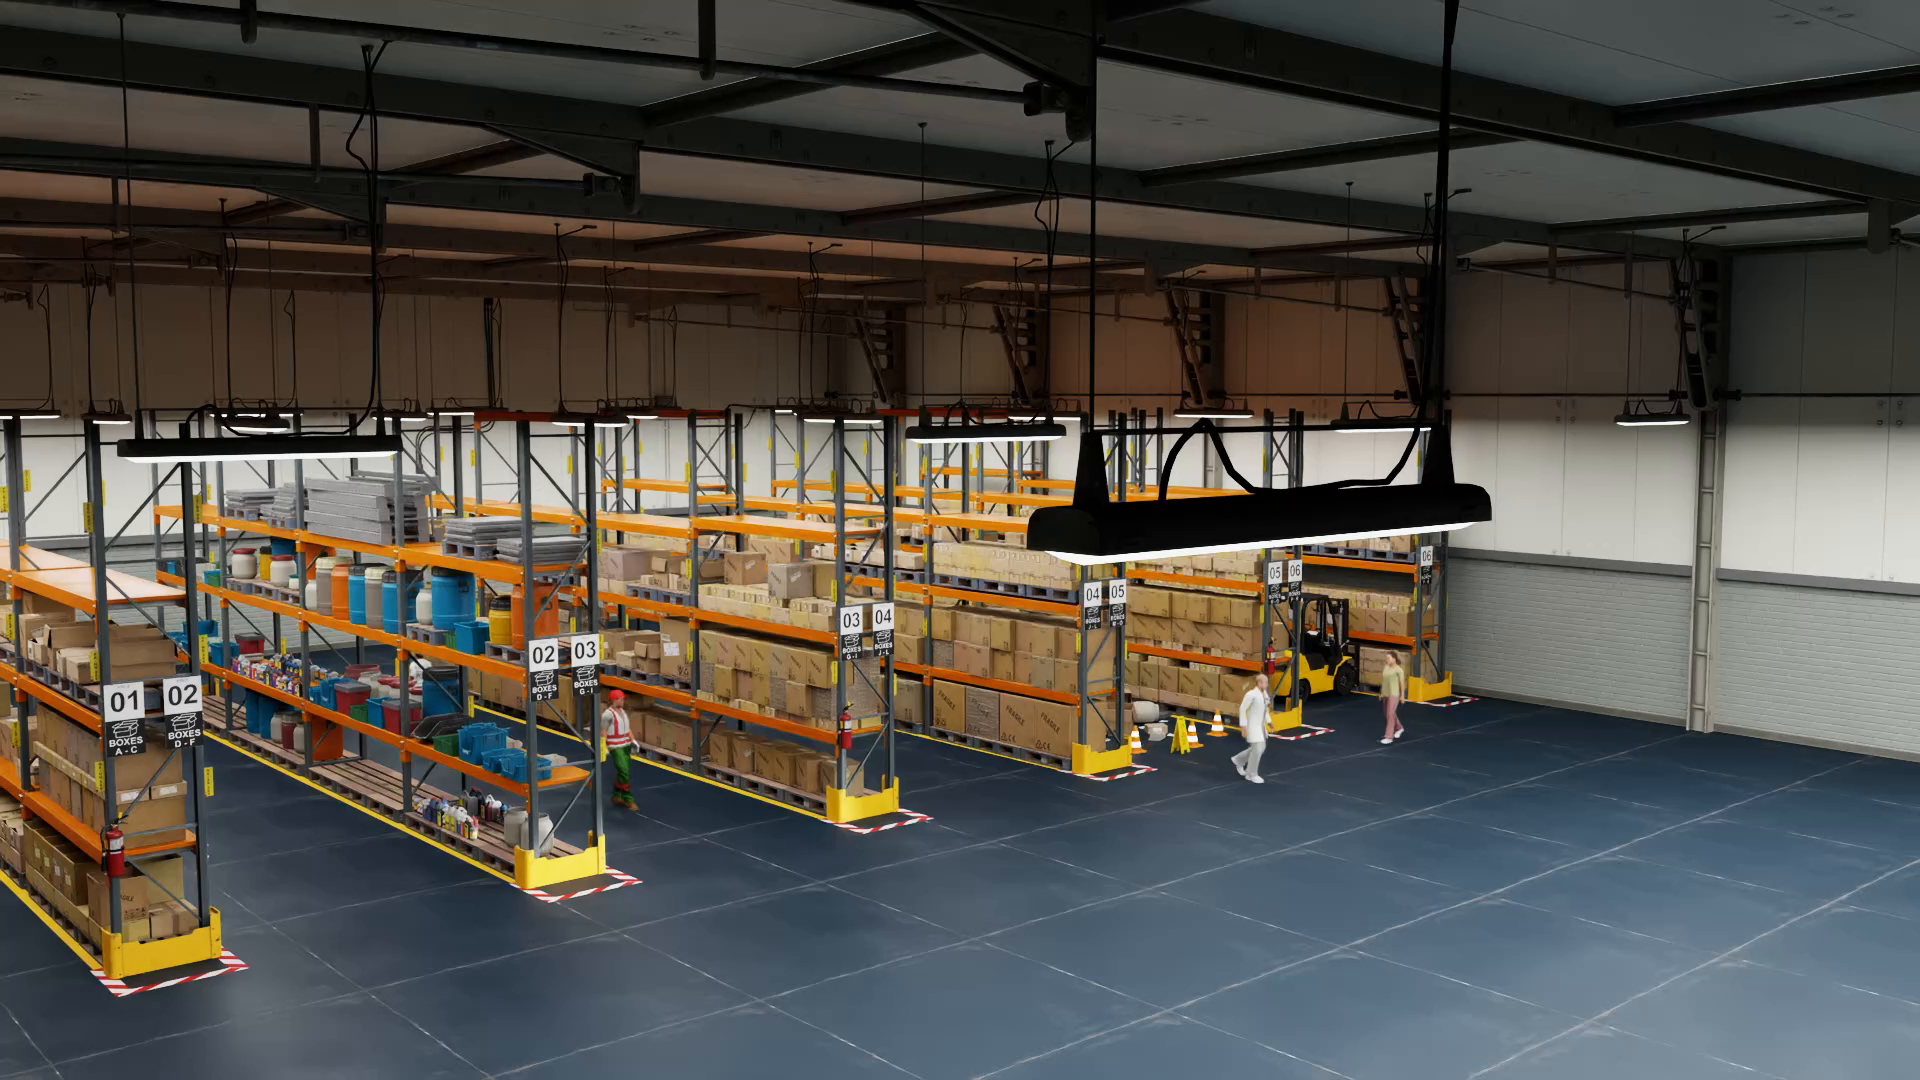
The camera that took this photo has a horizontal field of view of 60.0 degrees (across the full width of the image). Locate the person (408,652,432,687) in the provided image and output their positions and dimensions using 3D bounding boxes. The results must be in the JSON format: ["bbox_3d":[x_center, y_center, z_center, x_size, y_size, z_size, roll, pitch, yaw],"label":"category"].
[{"bbox_3d":[-9.943,2.800,30.647,0.490,1.671,0.449,-5,7,-43],"label":"person"}]

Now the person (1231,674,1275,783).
[{"bbox_3d":[4.756,3.083,27.309,0.715,1.732,0.646,3,6,33],"label":"person"}]

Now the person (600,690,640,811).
[{"bbox_3d":[-5.139,3.217,25.531,0.694,1.813,0.568,2,6,25],"label":"person"}]

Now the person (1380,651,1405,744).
[{"bbox_3d":[7.887,2.838,30.303,0.810,1.656,0.437,-3,6,-30],"label":"person"}]
